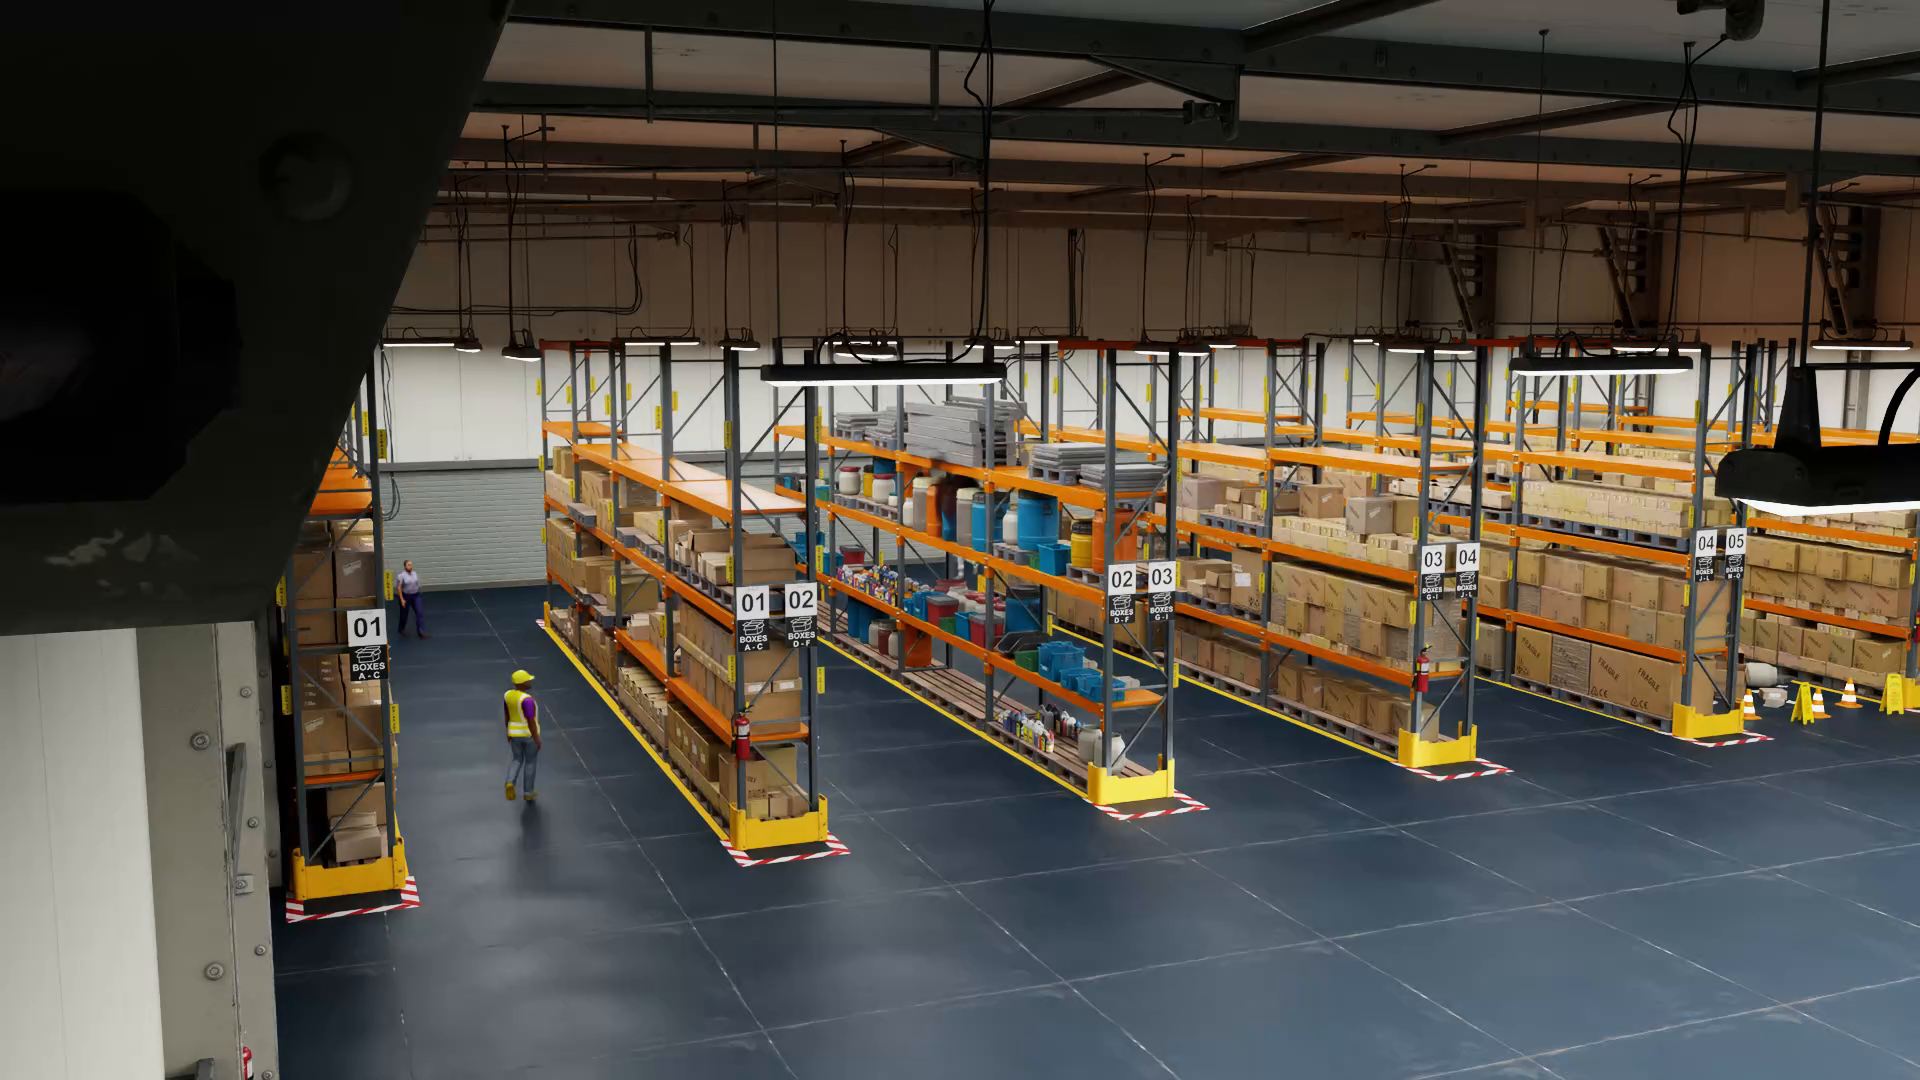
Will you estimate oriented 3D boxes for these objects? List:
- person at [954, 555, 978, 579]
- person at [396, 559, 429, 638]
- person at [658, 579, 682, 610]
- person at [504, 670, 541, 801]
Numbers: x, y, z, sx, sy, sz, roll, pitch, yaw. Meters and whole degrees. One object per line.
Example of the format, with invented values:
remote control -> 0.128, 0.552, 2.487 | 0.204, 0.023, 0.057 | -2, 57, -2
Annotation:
person -> 0.144, 0.072, 41.298 | 0.547, 1.784, 0.700 | 5, 9, 32
person -> -11.074, 1.183, 33.503 | 0.530, 1.571, 0.992 | -5, 9, -35
person -> -5.857, 1.097, 33.782 | 0.550, 1.680, 0.949 | -3, 8, -23
person -> -5.811, 2.589, 22.027 | 0.557, 1.758, 0.557 | 2, 8, 12
